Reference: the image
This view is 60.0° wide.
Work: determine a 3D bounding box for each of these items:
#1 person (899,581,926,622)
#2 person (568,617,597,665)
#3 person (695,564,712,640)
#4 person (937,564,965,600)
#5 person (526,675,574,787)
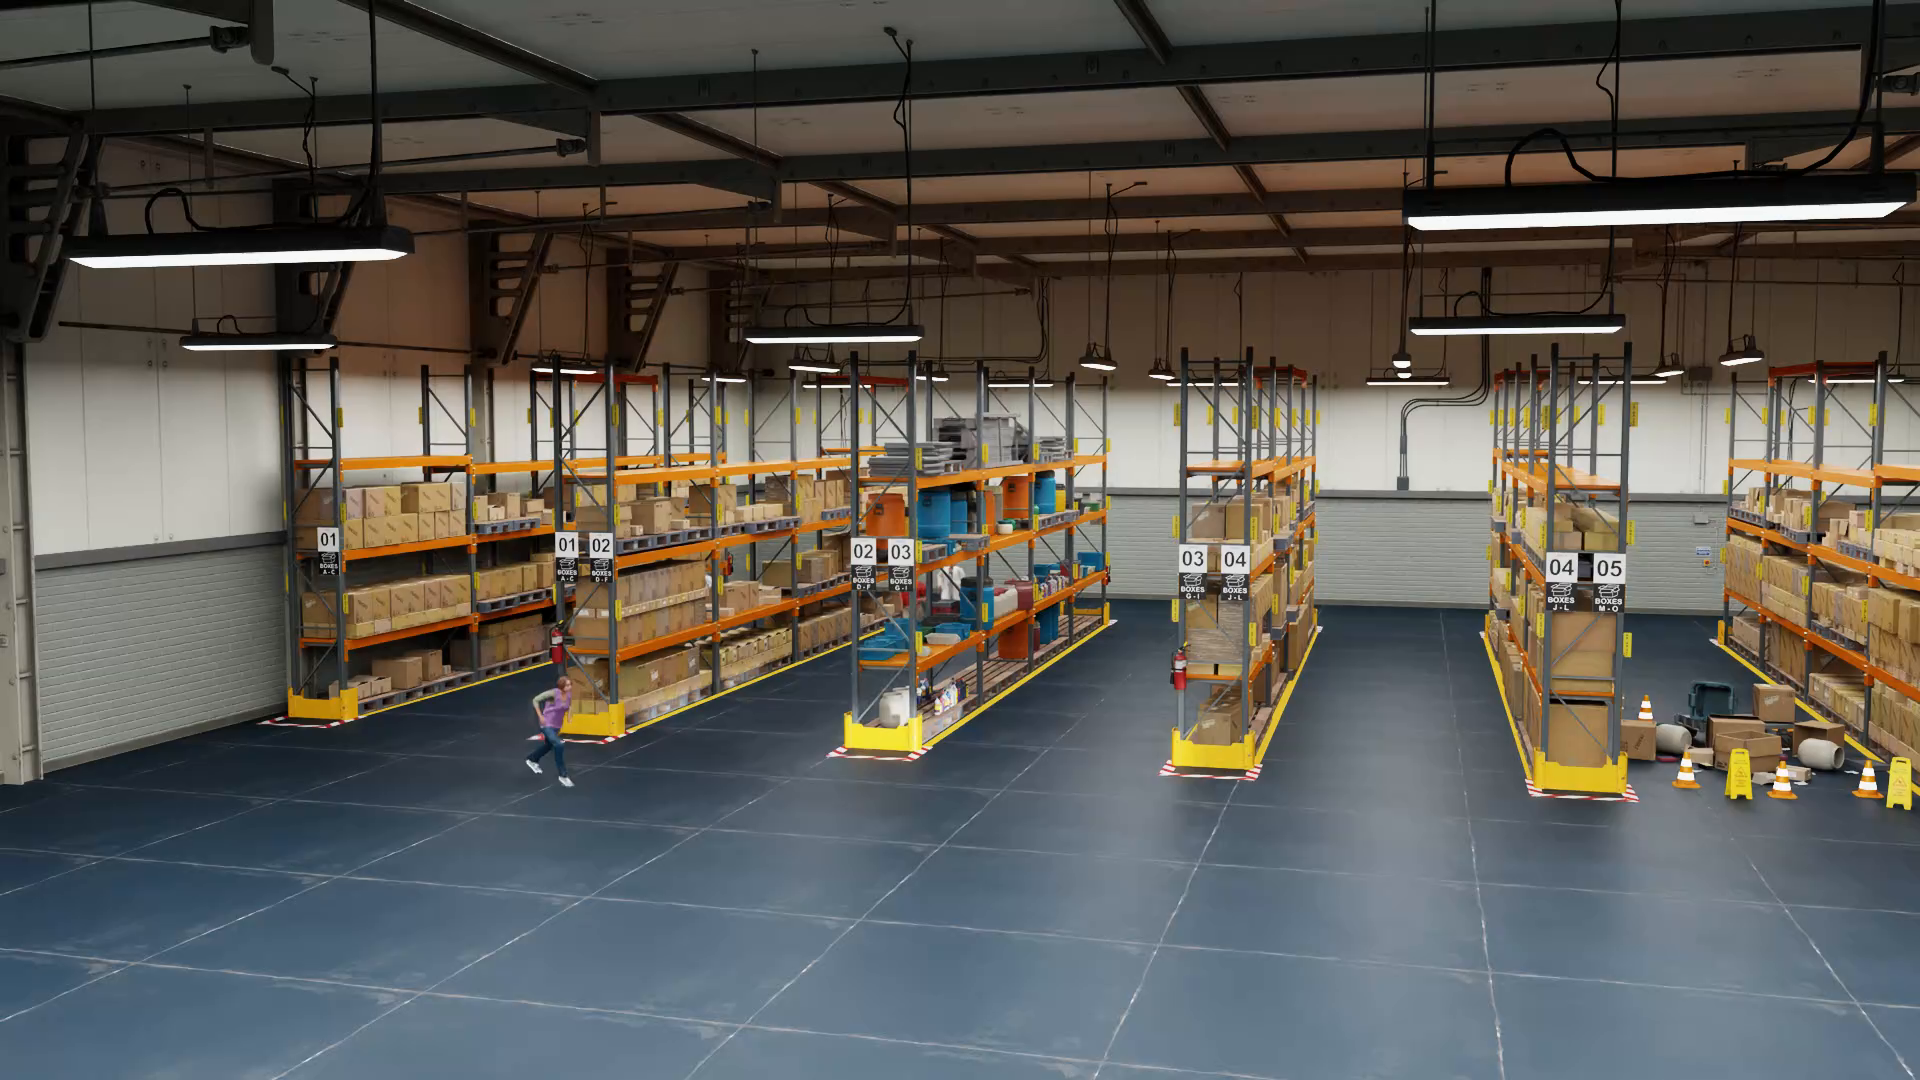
[{"bbox_3d":[-0.973,1.478,32.991,0.669,1.794,0.684,1,4,16],"label":"person"},{"bbox_3d":[-6.763,1.911,30.273,0.669,1.747,0.897,0,4,-1],"label":"person"},{"bbox_3d":[-5.855,1.390,37.764,0.552,1.744,0.833,0,4,4],"label":"person"},{"bbox_3d":[-0.217,1.316,38.882,0.679,1.693,0.765,0,4,5],"label":"person"},{"bbox_3d":[-5.647,2.590,22.768,0.916,1.548,0.579,3,5,39],"label":"person"}]
